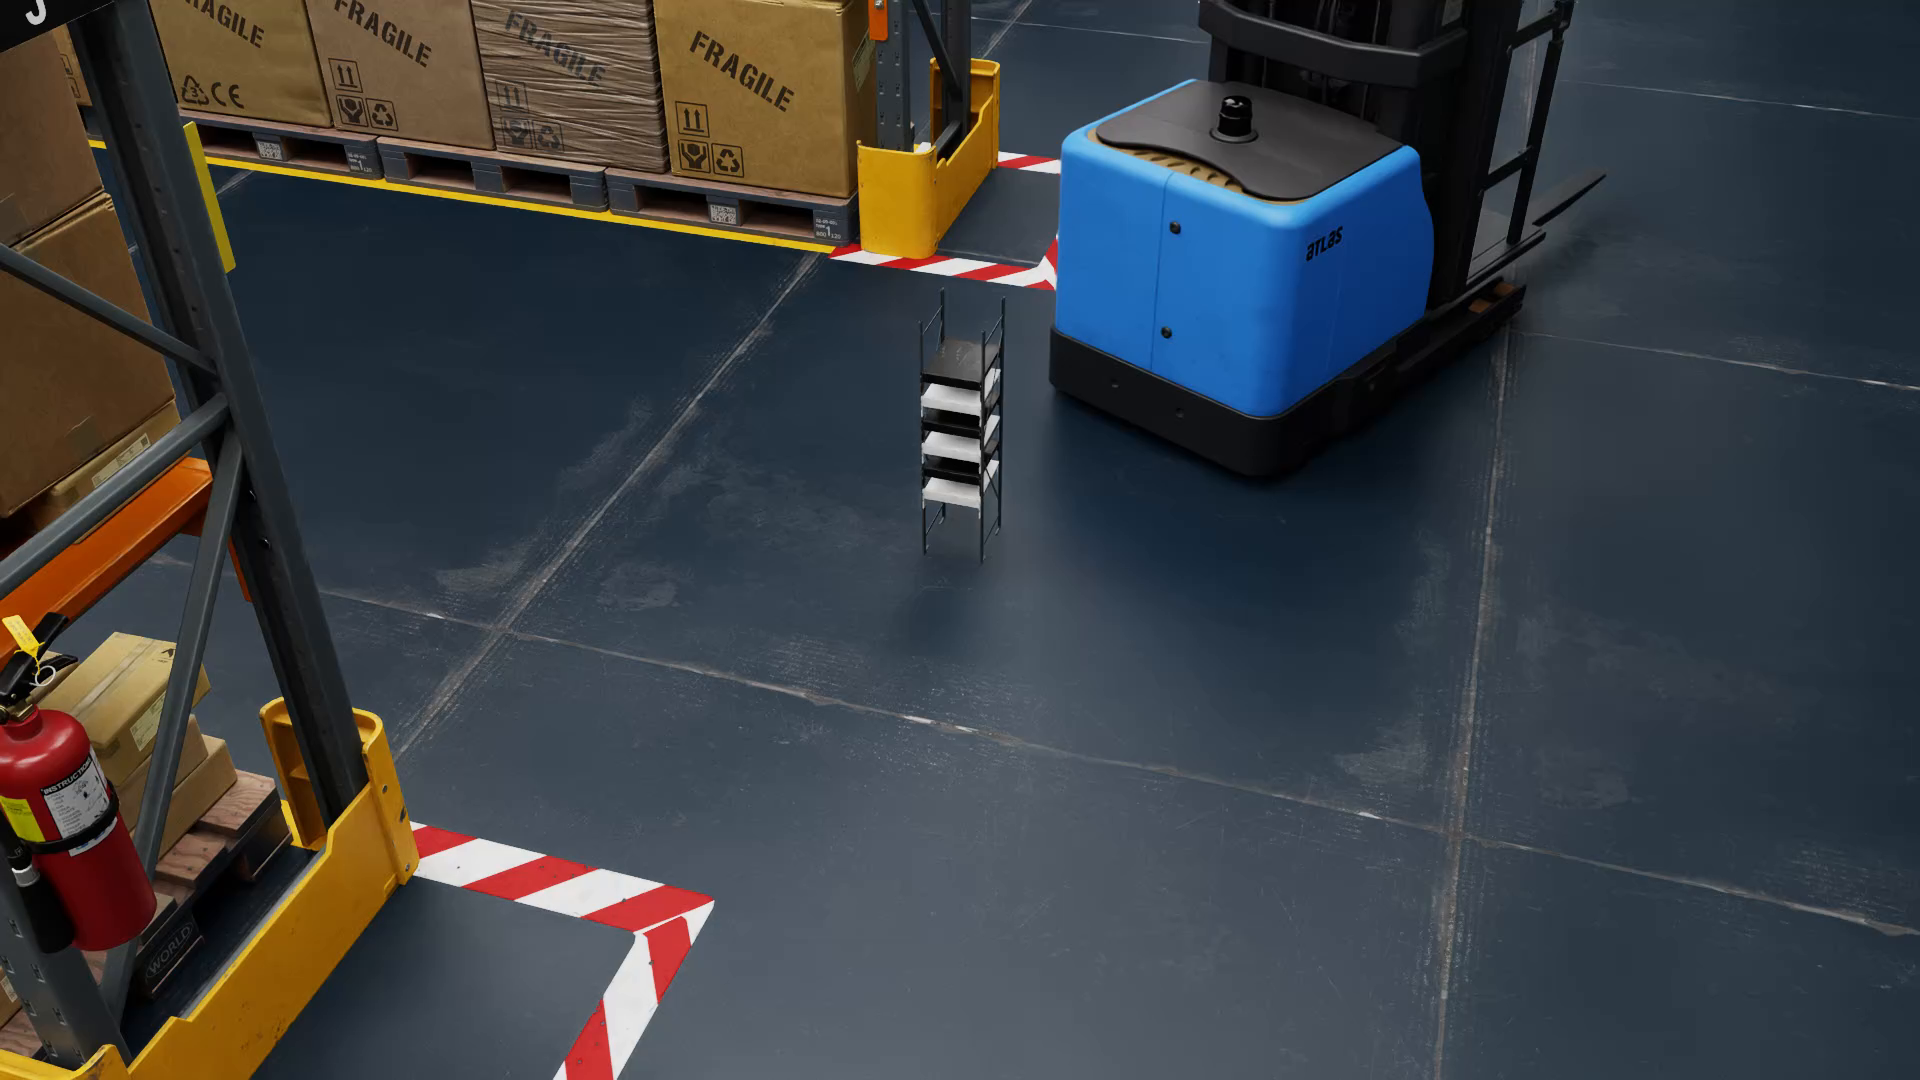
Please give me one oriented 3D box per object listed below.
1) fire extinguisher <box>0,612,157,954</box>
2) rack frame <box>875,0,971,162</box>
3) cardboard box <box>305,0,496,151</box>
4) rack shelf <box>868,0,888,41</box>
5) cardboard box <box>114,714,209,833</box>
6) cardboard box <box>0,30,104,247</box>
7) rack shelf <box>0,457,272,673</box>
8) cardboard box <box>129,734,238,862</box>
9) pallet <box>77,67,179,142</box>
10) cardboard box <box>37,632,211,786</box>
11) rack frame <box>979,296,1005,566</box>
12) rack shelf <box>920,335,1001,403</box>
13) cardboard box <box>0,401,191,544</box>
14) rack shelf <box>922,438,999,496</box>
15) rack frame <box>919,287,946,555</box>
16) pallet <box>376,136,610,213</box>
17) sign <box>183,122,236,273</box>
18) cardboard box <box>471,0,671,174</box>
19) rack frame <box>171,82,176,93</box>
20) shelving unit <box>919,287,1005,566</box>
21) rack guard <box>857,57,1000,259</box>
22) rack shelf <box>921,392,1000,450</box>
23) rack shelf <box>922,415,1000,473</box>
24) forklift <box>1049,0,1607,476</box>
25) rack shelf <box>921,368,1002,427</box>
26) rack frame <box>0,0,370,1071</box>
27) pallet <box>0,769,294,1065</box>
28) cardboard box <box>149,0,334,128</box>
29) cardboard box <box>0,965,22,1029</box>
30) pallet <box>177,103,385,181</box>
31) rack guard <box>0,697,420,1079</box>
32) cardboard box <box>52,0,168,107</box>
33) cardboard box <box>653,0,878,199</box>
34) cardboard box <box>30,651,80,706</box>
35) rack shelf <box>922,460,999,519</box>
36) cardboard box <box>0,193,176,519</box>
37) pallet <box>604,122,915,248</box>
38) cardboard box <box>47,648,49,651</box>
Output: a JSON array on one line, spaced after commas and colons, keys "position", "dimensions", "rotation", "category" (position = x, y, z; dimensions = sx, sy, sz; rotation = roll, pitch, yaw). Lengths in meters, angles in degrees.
[{"position": [-1.625, 0.454, 2.983], "dimensions": [0.183, 0.674, 0.296], "rotation": [10, 38, 14], "category": "fire extinguisher"}, {"position": [-0.153, -2.822, 7.054], "dimensions": [0.127, 3.000, 1.000], "rotation": [10, 38, 14], "category": "rack frame"}, {"position": [-2.506, -2.521, 8.083], "dimensions": [0.875, 0.875, 0.875], "rotation": [10, 38, 14], "category": "cardboard box"}, {"position": [-2.062, -2.886, 7.747], "dimensions": [4.000, 0.370, 1.077], "rotation": [10, 38, 14], "category": "rack shelf"}, {"position": [-2.152, 0.588, 4.220], "dimensions": [0.250, 0.149, 0.380], "rotation": [12, 38, 16], "category": "cardboard box"}, {"position": [-2.078, -0.826, 3.163], "dimensions": [0.500, 0.500, 0.500], "rotation": [10, 38, 14], "category": "cardboard box"}, {"position": [-3.637, -0.097, 3.958], "dimensions": [4.000, 0.370, 1.077], "rotation": [10, 38, 14], "category": "rack shelf"}, {"position": [-2.133, 0.672, 4.357], "dimensions": [0.250, 0.149, 0.380], "rotation": [11, 38, 15], "category": "cardboard box"}, {"position": [-4.730, -2.500, 8.968], "dimensions": [1.213, 0.211, 1.003], "rotation": [10, 38, 14], "category": "pallet"}, {"position": [-2.127, 0.421, 4.196], "dimensions": [0.250, 0.149, 0.380], "rotation": [9, 37, 12], "category": "cardboard box"}, {"position": [0.105, -0.343, 5.457], "dimensions": [0.006, 0.900, 0.240], "rotation": [10, 38, 14], "category": "rack frame"}, {"position": [0.008, -0.552, 5.341], "dimensions": [0.200, 0.077, 0.258], "rotation": [10, 38, 14], "category": "rack shelf"}, {"position": [-1.940, -0.175, 3.669], "dimensions": [0.250, 0.149, 0.380], "rotation": [10, 38, 14], "category": "cardboard box"}, {"position": [0.008, -0.262, 5.554], "dimensions": [0.200, 0.077, 0.258], "rotation": [10, 38, 14], "category": "rack shelf"}, {"position": [-0.089, -0.379, 5.506], "dimensions": [0.006, 0.900, 0.240], "rotation": [10, 38, 14], "category": "rack frame"}, {"position": [-2.100, -2.013, 8.306], "dimensions": [1.213, 0.211, 1.003], "rotation": [10, 38, 14], "category": "pallet"}, {"position": [-1.567, -0.689, 3.425], "dimensions": [0.005, 0.325, 0.100], "rotation": [10, 38, 14], "category": "sign"}, {"position": [-1.656, -2.364, 7.870], "dimensions": [0.875, 0.875, 0.875], "rotation": [10, 38, 14], "category": "cardboard box"}, {"position": [-3.971, -3.529, 8.014], "dimensions": [0.127, 3.000, 1.000], "rotation": [10, 38, 14], "category": "rack frame"}, {"position": [0.008, -0.361, 5.481], "dimensions": [0.210, 0.900, 0.258], "rotation": [10, 38, 14], "category": "shelving unit"}, {"position": [-0.130, -1.811, 7.789], "dimensions": [0.348, 0.500, 1.175], "rotation": [10, 38, 14], "category": "rack guard"}, {"position": [0.008, -0.407, 5.448], "dimensions": [0.200, 0.077, 0.258], "rotation": [10, 38, 14], "category": "rack shelf"}, {"position": [0.008, -0.334, 5.501], "dimensions": [0.200, 0.077, 0.258], "rotation": [10, 38, 14], "category": "rack shelf"}, {"position": [1.719, -2.192, 6.256], "dimensions": [1.130, 2.935, 3.031], "rotation": [29, 45, 33], "category": "forklift"}, {"position": [0.008, -0.479, 5.394], "dimensions": [0.200, 0.077, 0.258], "rotation": [10, 38, 14], "category": "rack shelf"}, {"position": [-1.728, -0.033, 3.265], "dimensions": [0.127, 3.000, 1.000], "rotation": [10, 38, 14], "category": "rack frame"}, {"position": [-2.566, 0.913, 4.332], "dimensions": [1.213, 0.211, 1.003], "rotation": [10, 38, 14], "category": "pallet"}, {"position": [-3.365, -2.680, 8.299], "dimensions": [0.875, 0.875, 0.875], "rotation": [10, 38, 14], "category": "cardboard box"}, {"position": [-2.293, 0.971, 3.952], "dimensions": [0.250, 0.149, 0.380], "rotation": [11, 38, 15], "category": "cardboard box"}, {"position": [-3.268, -2.227, 8.598], "dimensions": [1.213, 0.211, 1.003], "rotation": [10, 38, 14], "category": "pallet"}, {"position": [-1.801, 0.960, 4.024], "dimensions": [0.348, 0.500, 1.175], "rotation": [10, 38, 14], "category": "rack guard"}, {"position": [-4.588, -2.944, 8.658], "dimensions": [0.875, 0.875, 1.225], "rotation": [11, 38, 14], "category": "cardboard box"}, {"position": [-0.787, -2.203, 7.651], "dimensions": [0.875, 0.875, 0.875], "rotation": [10, 38, 14], "category": "cardboard box"}, {"position": [-2.426, 0.441, 4.170], "dimensions": [0.250, 0.149, 0.380], "rotation": [11, 38, 15], "category": "cardboard box"}, {"position": [0.008, -0.189, 5.608], "dimensions": [0.200, 0.077, 0.258], "rotation": [10, 38, 14], "category": "rack shelf"}, {"position": [-2.074, -0.429, 3.467], "dimensions": [0.500, 0.500, 0.500], "rotation": [12, 38, 16], "category": "cardboard box"}, {"position": [-0.939, -1.796, 8.012], "dimensions": [1.213, 0.211, 1.003], "rotation": [10, 38, 14], "category": "pallet"}, {"position": [-2.628, 0.323, 4.329], "dimensions": [0.250, 0.149, 0.380], "rotation": [10, 38, 14], "category": "cardboard box"}]
